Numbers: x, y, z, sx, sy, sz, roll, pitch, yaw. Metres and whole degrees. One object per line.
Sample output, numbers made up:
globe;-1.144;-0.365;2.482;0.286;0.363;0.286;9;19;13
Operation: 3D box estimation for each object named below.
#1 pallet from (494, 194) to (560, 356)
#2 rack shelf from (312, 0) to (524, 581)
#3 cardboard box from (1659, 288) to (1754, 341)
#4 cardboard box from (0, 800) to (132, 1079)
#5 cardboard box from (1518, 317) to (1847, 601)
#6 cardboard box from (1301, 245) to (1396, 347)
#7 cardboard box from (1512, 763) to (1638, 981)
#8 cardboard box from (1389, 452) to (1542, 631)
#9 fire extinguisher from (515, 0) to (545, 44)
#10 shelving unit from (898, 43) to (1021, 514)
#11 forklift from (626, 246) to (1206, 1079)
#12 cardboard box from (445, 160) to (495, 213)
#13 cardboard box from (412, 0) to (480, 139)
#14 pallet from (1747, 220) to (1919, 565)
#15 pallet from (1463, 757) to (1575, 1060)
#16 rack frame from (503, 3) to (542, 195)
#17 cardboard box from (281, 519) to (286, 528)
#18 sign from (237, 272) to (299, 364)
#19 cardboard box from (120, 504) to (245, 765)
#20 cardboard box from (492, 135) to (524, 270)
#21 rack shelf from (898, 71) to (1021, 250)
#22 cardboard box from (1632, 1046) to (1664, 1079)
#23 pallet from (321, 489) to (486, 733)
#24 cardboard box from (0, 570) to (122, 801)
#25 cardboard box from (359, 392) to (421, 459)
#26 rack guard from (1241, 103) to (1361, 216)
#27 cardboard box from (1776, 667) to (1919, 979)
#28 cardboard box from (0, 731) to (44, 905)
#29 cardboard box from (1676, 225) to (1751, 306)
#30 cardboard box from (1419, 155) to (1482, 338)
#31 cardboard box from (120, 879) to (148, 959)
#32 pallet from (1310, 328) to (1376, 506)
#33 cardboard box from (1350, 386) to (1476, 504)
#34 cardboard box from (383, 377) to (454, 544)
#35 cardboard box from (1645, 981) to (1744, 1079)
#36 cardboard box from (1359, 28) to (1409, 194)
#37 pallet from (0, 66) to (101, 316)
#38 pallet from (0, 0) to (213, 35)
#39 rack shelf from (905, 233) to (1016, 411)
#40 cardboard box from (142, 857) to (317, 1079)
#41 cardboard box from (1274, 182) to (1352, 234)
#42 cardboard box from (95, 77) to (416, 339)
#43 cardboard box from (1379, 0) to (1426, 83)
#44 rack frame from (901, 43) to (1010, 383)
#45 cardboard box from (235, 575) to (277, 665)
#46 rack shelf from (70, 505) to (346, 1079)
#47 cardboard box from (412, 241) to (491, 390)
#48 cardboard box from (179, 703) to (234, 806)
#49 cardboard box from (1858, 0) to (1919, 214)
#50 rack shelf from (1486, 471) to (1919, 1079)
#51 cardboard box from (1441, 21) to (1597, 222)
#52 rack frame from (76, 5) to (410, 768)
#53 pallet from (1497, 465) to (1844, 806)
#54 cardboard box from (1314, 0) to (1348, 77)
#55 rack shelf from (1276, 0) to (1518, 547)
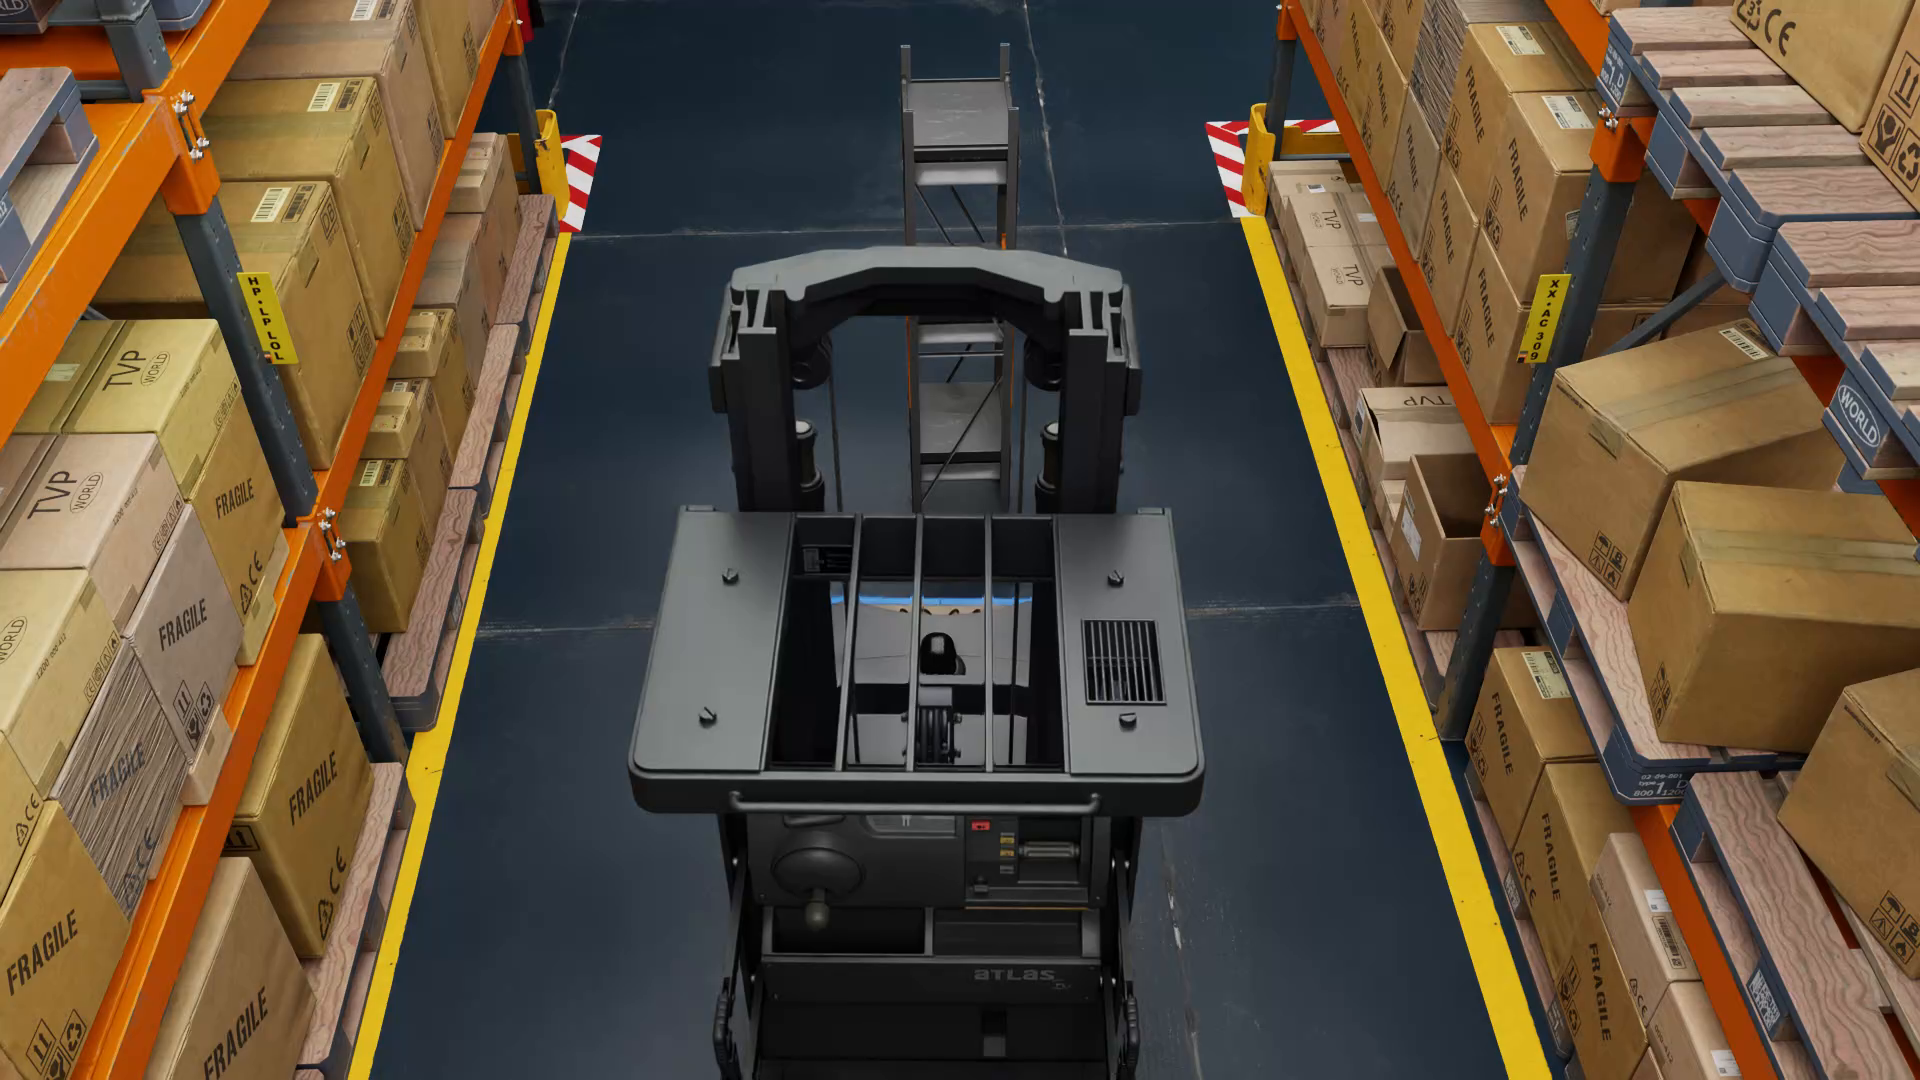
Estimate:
pallet;-2.661;-1.372;8.591;1.003;0.211;1.213;-2;43;-2
rack shelf;-2.688;-1.322;7.005;1.077;0.370;4.000;-2;43;-2
cardboard box;2.596;-0.771;5.797;0.500;0.500;0.500;-1;43;-1
cardboard box;-2.261;0.934;3.703;0.500;0.500;0.500;-1;43;-1
cardboard box;2.142;-0.247;4.915;0.700;0.500;0.500;-15;45;-16
cardboard box;1.958;-1.181;8.028;0.500;0.250;0.500;-2;43;-2
cardboard box;2.156;1.071;5.386;0.500;0.500;0.500;-1;43;-1
cardboard box;2.038;0.001;6.554;0.500;0.500;0.500;-2;43;-2
fire extinguisher;-2.319;-2.887;8.513;0.296;0.674;0.183;-2;43;-2
shelving unit;-0.007;-0.886;6.662;0.431;2.100;0.503;-2;43;-2
forklift;-0.079;0.888;4.112;1.130;2.935;3.031;0;43;0
cardboard box;-2.445;-1.687;7.929;0.380;0.149;0.250;-1;43;-1
cardboard box;-2.700;-2.213;7.223;0.980;0.700;0.700;-2;43;-2
pallet;2.350;-0.276;3.251;1.213;0.211;1.003;-2;43;-2
pallet;2.418;1.194;5.791;1.003;0.211;1.213;-2;43;-2
rack frame;-2.773;-2.938;8.235;1.000;3.000;0.127;-2;43;-2
cardboard box;-2.725;-0.114;6.214;0.380;0.149;0.250;-2;43;-2
sign;-2.062;-0.657;4.949;0.100;0.325;0.005;-2;43;-2
cardboard box;-2.301;0.257;4.440;0.500;0.500;0.500;-1;43;-1
cardboard box;-2.644;-1.701;8.425;0.700;0.500;0.500;-2;43;-2
rack shelf;-0.007;-1.392;6.199;0.431;0.518;0.480;-2;43;-2
cardboard box;2.191;1.749;4.646;0.500;0.500;0.500;-3;43;-3
pallet;-2.558;0.275;6.794;1.003;0.211;1.213;-2;43;-2
cardboard box;-2.294;0.330;3.806;0.500;0.250;0.500;-1;43;-1
cardboard box;-2.365;-0.454;6.585;0.380;0.149;0.250;0;43;0
rack guard;2.179;-2.110;9.182;1.175;0.500;0.348;-2;43;-2
cardboard box;2.482;0.617;3.972;0.700;0.500;0.500;-12;44;-13
cardboard box;-2.272;0.674;3.431;0.500;0.250;0.500;-2;43;-3
cardboard box;2.607;-1.114;5.431;0.500;0.500;0.500;-1;43;-1
cardboard box;2.045;-1.097;6.153;0.500;0.500;0.500;-1;43;-1
cardboard box;-2.296;0.927;4.190;0.380;0.149;0.250;-3;43;-3
pallet;2.262;-0.643;7.796;1.003;0.211;1.213;-2;43;-2
cardboard box;2.006;-0.436;7.170;0.500;0.311;0.500;-2;43;-2
cardboard box;-2.551;-0.318;6.916;0.700;0.500;0.500;-2;43;-2
cardboard box;2.187;1.448;4.420;0.500;0.250;0.500;-2;43;-3
cardboard box;1.996;-1.788;6.906;0.500;0.500;0.500;-1;43;-1
pallet;-2.515;-0.655;3.666;0.805;0.209;1.217;-3;43;-4
pallet;-2.628;-1.863;4.908;1.003;0.211;1.213;-2;43;-2
rack shelf;-0.007;-0.876;6.672;0.431;0.518;0.480;-2;43;-2
cardboard box;-2.405;1.435;4.744;0.750;0.750;0.750;0;43;0
cardboard box;1.861;-1.739;8.698;0.380;0.166;0.250;-2;43;-2
cardboard box;-2.636;-1.208;6.126;0.980;0.700;0.700;-3;43;-3
cardboard box;2.000;-2.147;6.559;0.500;0.500;0.500;-2;43;-2
rack frame;-0.017;-1.051;6.842;0.400;2.100;0.015;-2;43;-2
cardboard box;-2.272;0.238;4.942;0.380;0.149;0.250;-1;43;-1
rack shelf;-2.519;1.378;4.059;1.077;0.370;4.000;-2;43;-2
cardboard box;-2.600;-1.024;7.686;0.700;0.500;0.500;-3;43;-3
cardboard box;-2.236;0.591;4.557;0.380;0.149;0.250;-2;43;-2
cardboard box;2.344;-0.924;3.359;0.600;0.600;0.600;-2;43;-2
rack shelf;2.430;1.233;4.217;1.077;0.370;4.000;-2;43;-2
cardboard box;2.041;-1.467;5.817;0.500;0.500;0.500;-2;43;-3
rack frame;-2.604;-0.237;5.289;1.000;3.000;0.127;-2;43;-2
pallet;2.270;0.231;4.920;1.003;0.211;1.213;-2;43;-2
cardboard box;1.958;-2.464;7.644;0.500;0.500;0.500;-2;43;-2
rack shelf;2.261;-1.467;7.163;1.077;0.370;4.000;-2;43;-2
